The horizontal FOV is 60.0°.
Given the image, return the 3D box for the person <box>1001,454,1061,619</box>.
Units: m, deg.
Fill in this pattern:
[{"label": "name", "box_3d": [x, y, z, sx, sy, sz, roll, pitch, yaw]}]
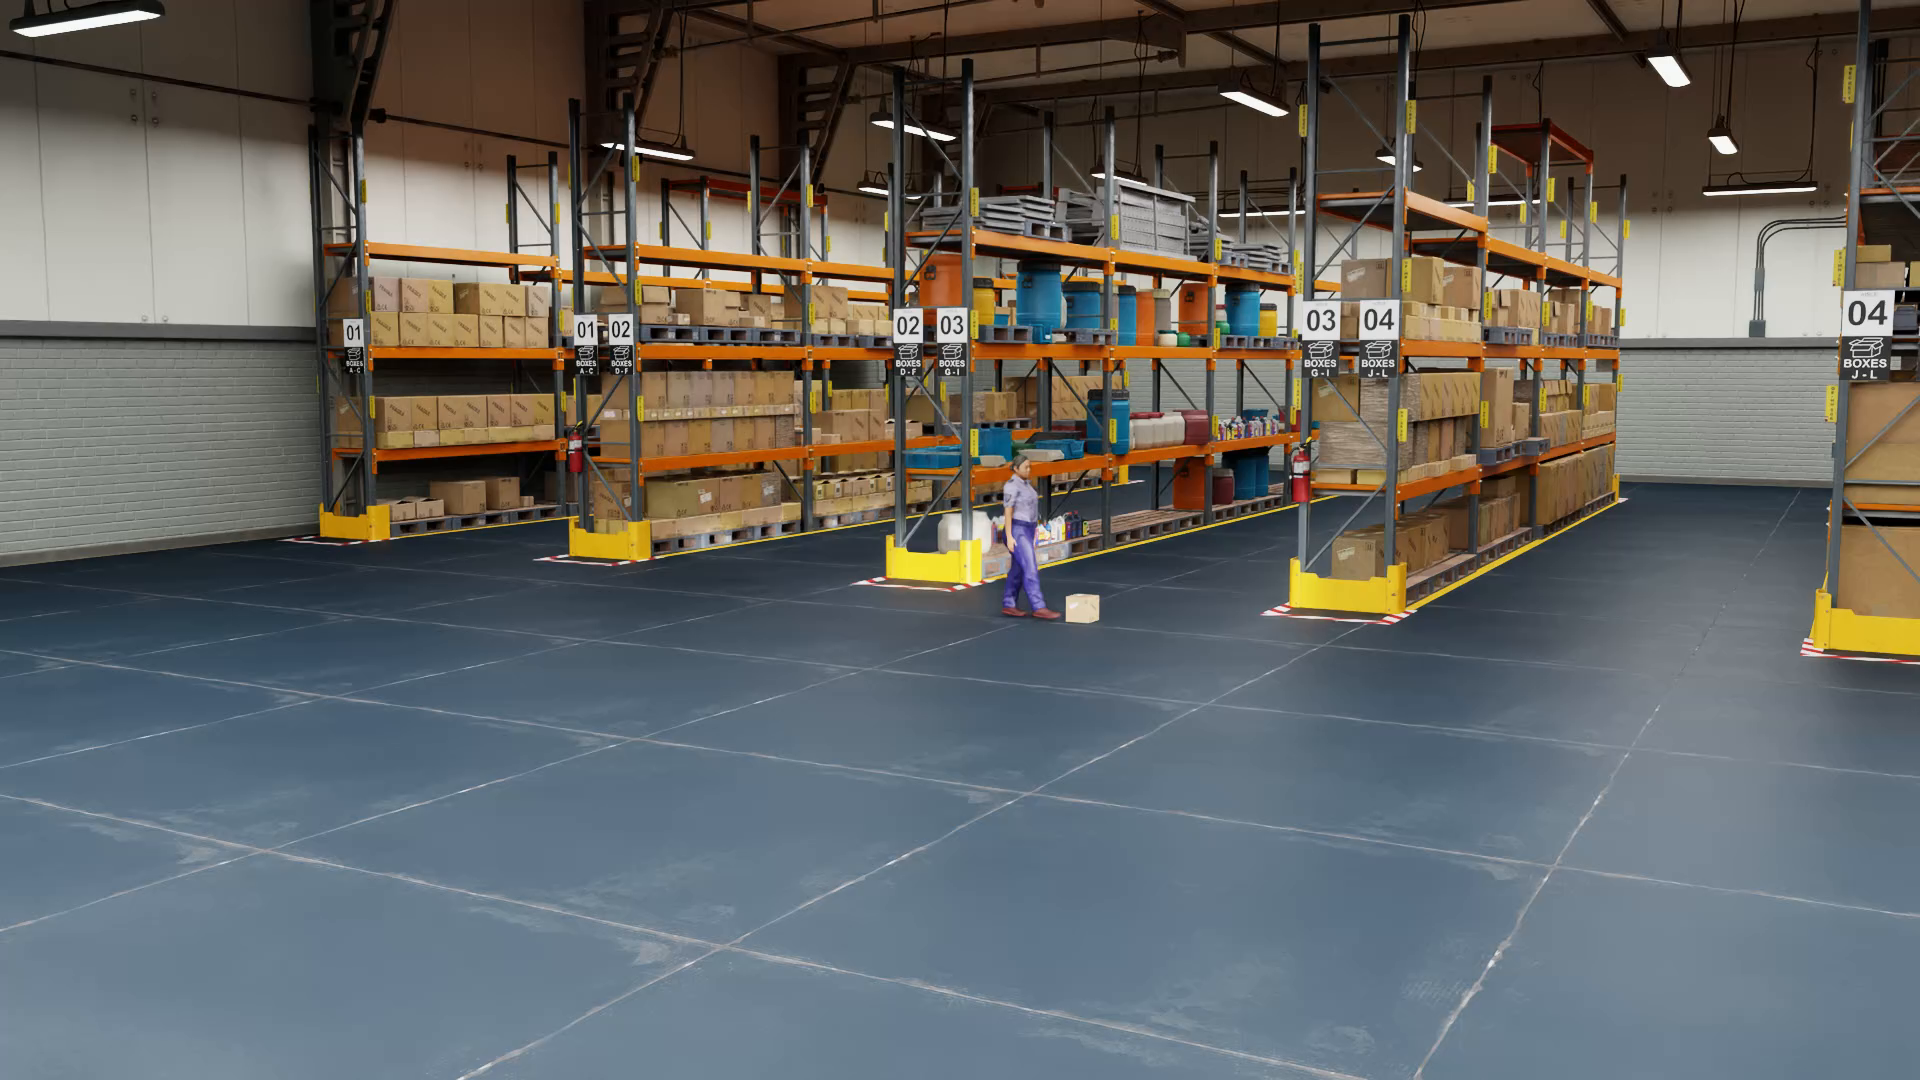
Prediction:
[{"label": "person", "box_3d": [0.729, -0.038, 16.716, 0.697, 1.639, 0.499, 2, 7, 22]}]
